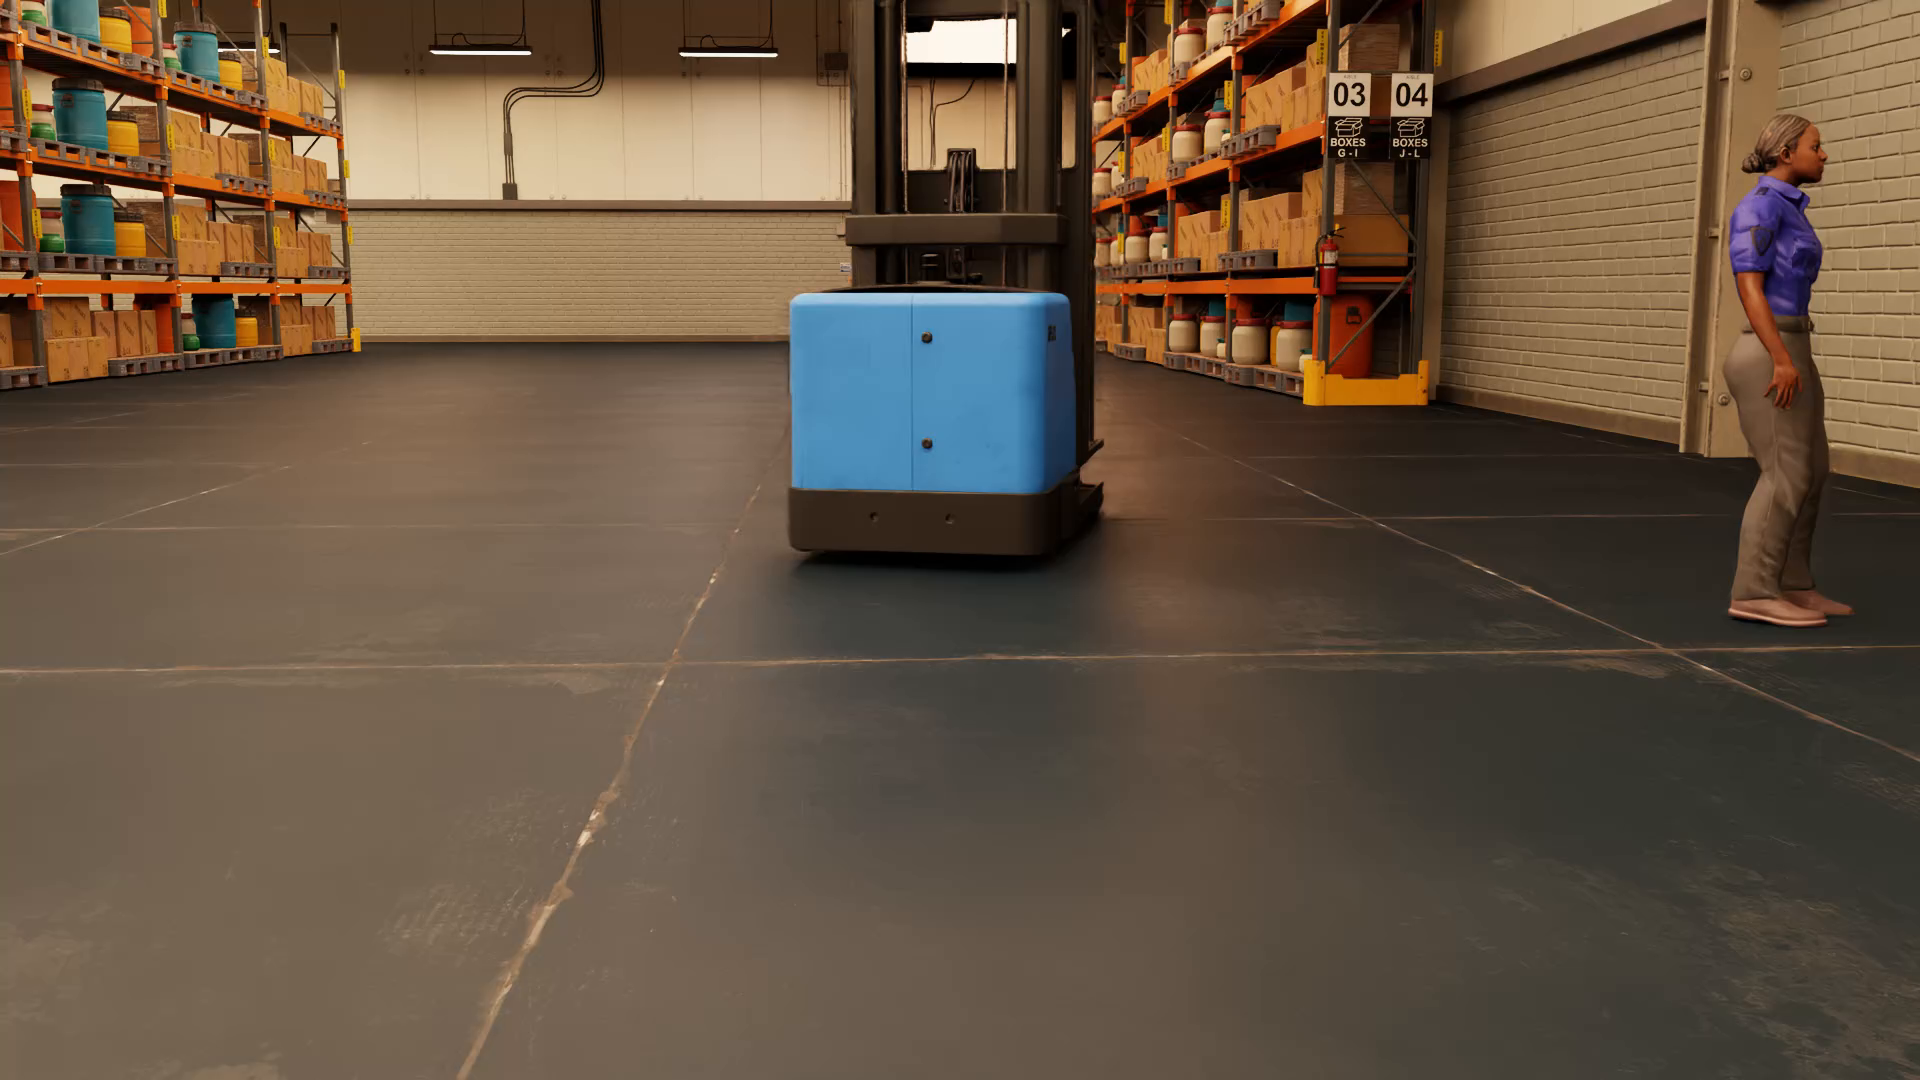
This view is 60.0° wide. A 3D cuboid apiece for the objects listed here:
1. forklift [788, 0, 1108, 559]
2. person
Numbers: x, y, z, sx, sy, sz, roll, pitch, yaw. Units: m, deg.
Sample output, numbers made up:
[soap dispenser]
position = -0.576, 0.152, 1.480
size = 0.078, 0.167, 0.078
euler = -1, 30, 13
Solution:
[forklift]
position = 0.094, -1.548, 7.755
size = 1.130, 2.935, 3.031
euler = 2, 9, 11
[person]
position = 2.756, -0.552, 5.489
size = 0.434, 1.677, 0.532
euler = 6, 10, 34
